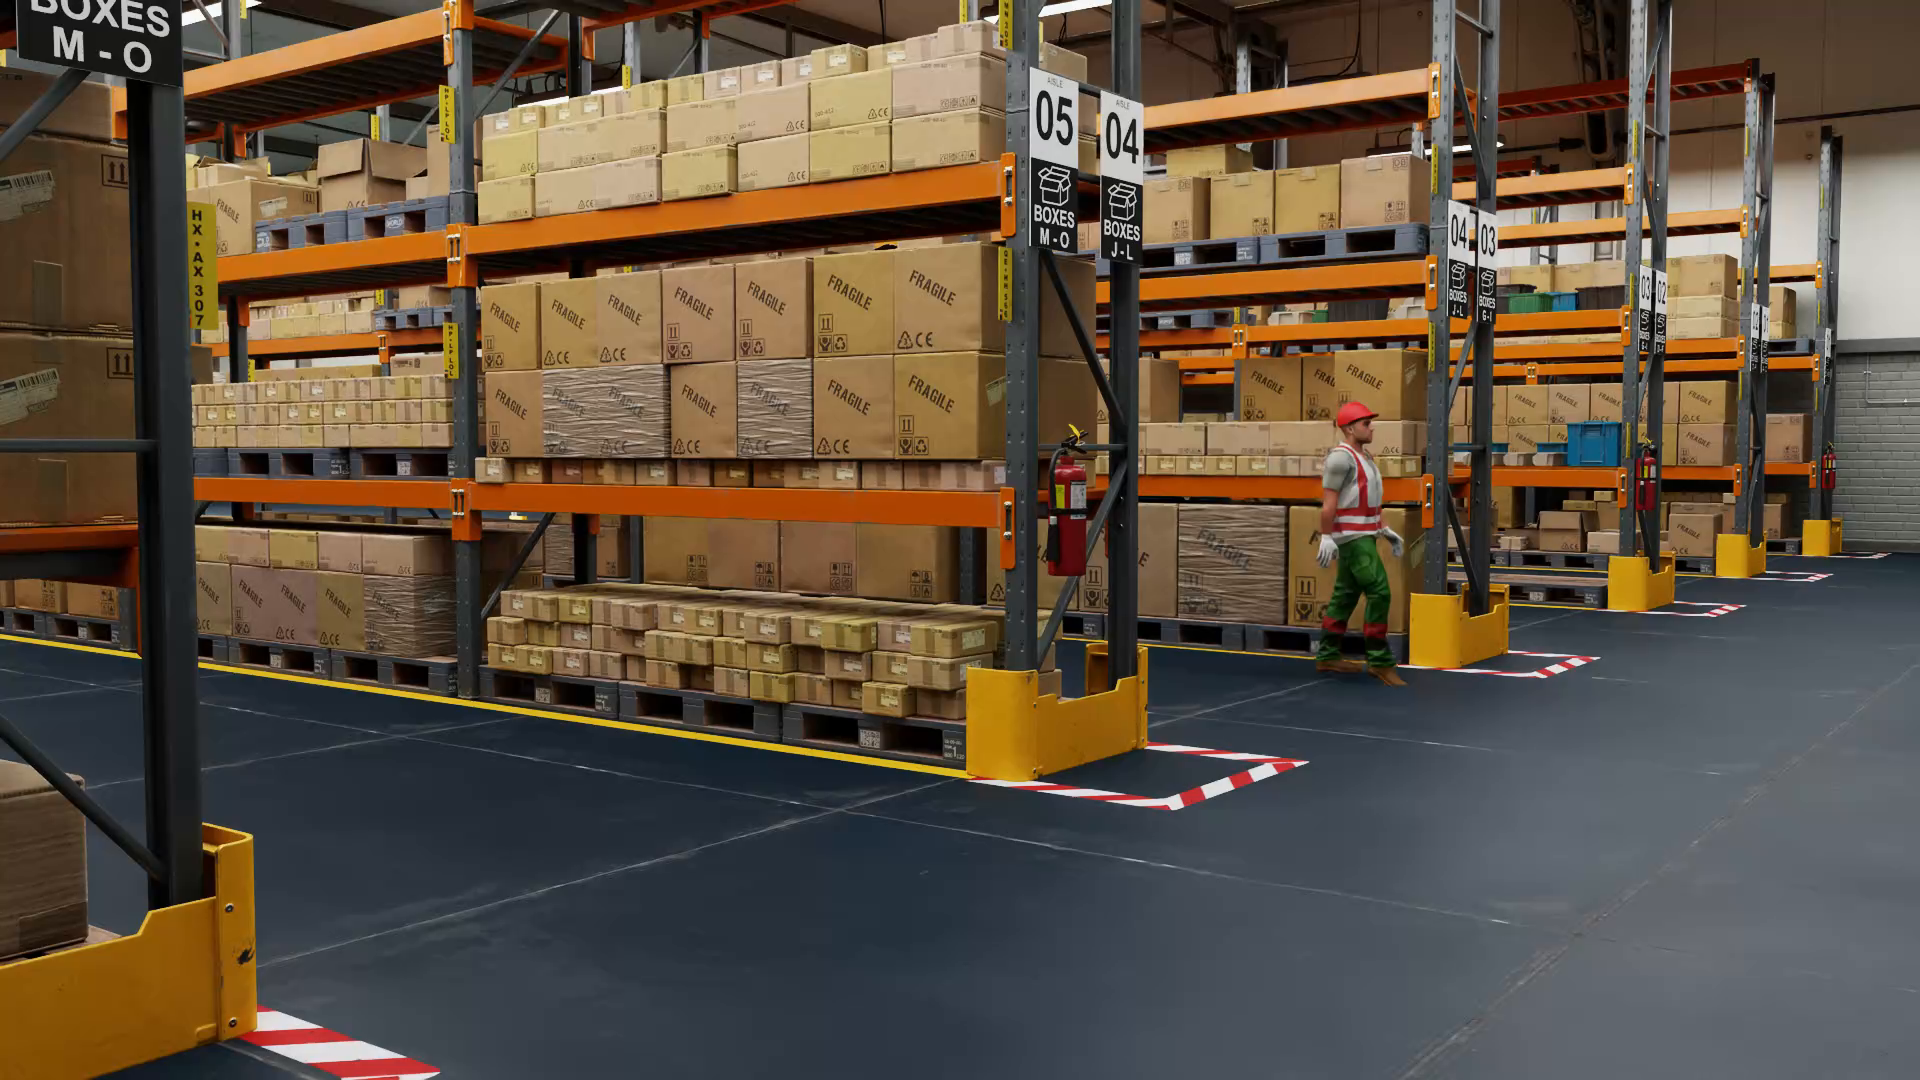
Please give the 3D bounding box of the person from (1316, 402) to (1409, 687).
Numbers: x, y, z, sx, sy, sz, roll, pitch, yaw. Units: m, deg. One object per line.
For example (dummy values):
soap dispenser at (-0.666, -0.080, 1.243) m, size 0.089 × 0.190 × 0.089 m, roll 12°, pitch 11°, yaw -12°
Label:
person at (2.622, 0.031, 10.746) m, size 0.665 × 1.844 × 0.577 m, roll 2°, pitch 4°, yaw 31°
